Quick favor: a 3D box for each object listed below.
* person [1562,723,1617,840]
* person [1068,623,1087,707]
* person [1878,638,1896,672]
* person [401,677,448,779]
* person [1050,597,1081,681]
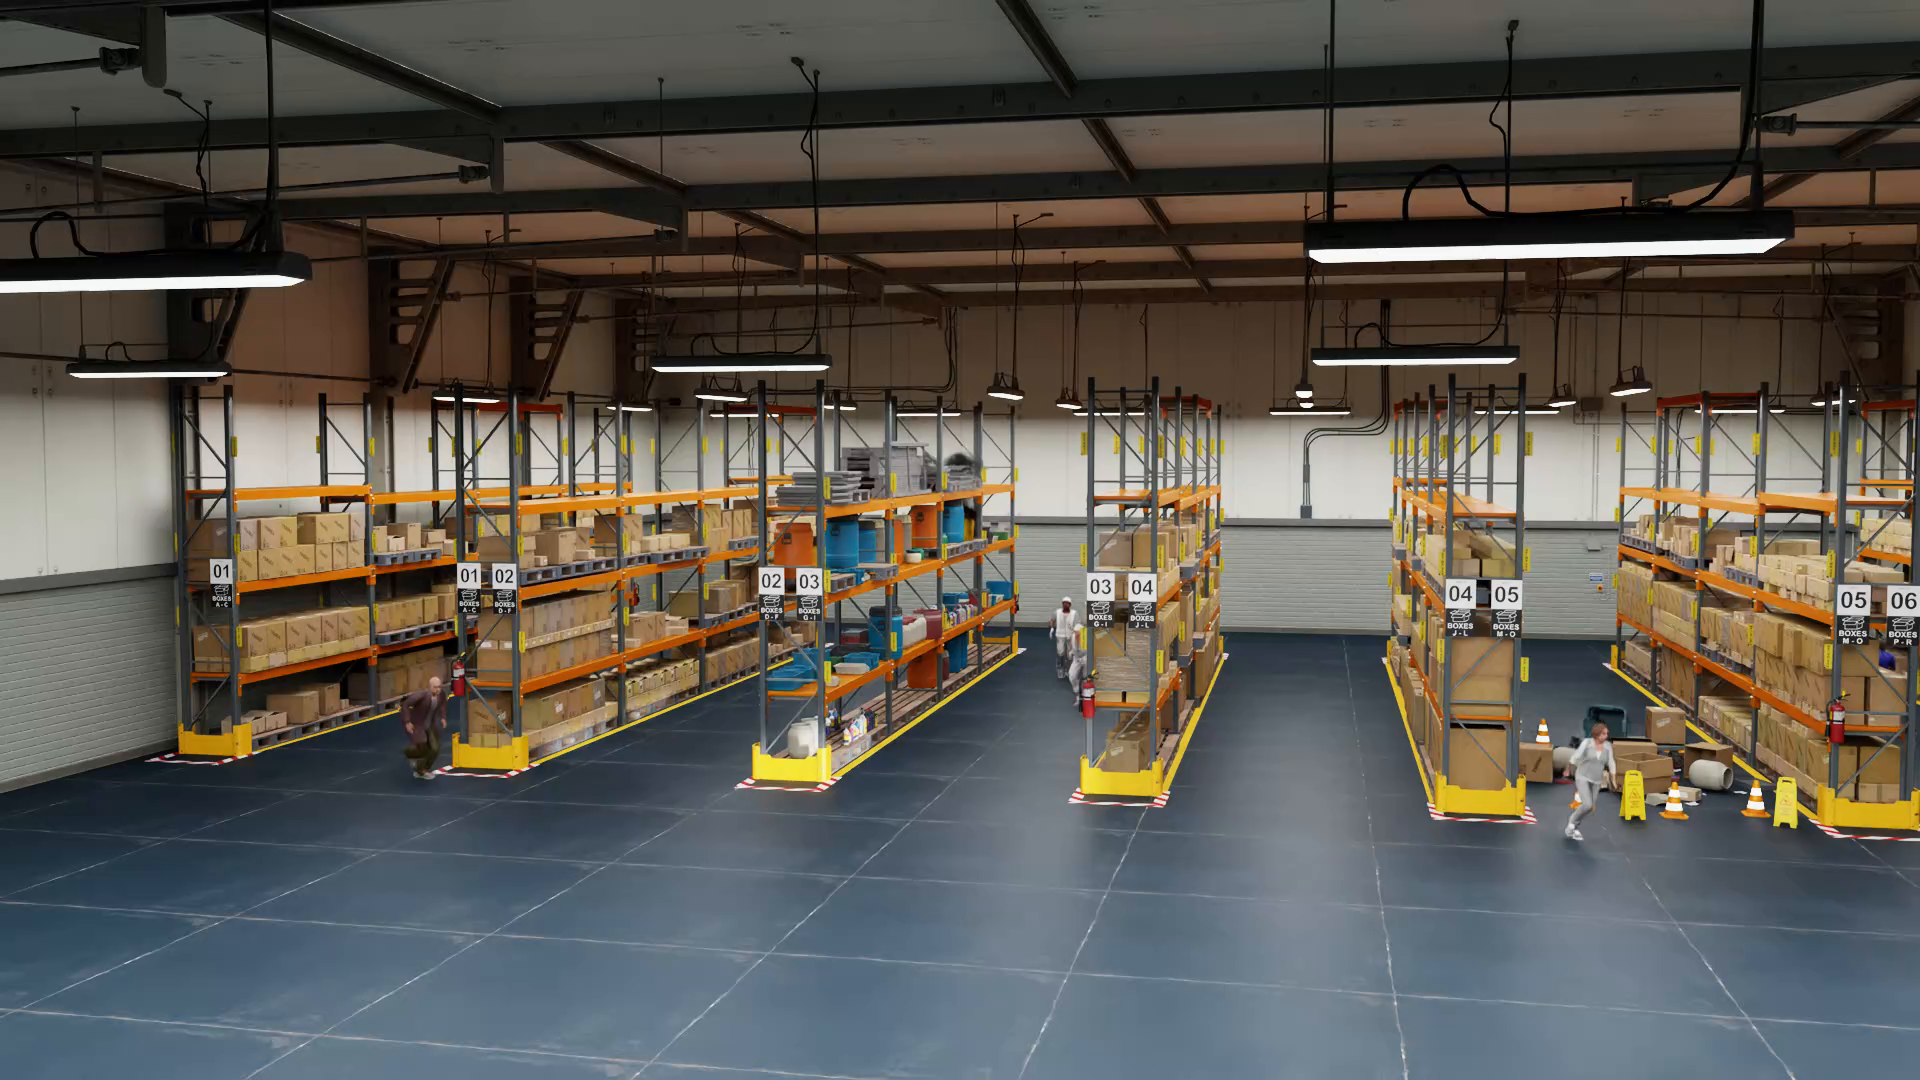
[{"bbox_3d":[7.977,3.056,21.029,0.529,1.539,0.664,-1,3,-10],"label":"person"},{"bbox_3d":[2.384,2.377,32.113,0.688,1.605,1.097,1,4,25],"label":"person"},{"bbox_3d":[16.236,2.541,29.364,0.576,1.610,0.866,0,3,4],"label":"person"},{"bbox_3d":[-8.118,2.820,25.025,0.964,1.581,0.728,3,4,39],"label":"person"},{"bbox_3d":[2.259,2.117,35.685,0.654,1.792,0.714,0,3,0],"label":"person"}]
